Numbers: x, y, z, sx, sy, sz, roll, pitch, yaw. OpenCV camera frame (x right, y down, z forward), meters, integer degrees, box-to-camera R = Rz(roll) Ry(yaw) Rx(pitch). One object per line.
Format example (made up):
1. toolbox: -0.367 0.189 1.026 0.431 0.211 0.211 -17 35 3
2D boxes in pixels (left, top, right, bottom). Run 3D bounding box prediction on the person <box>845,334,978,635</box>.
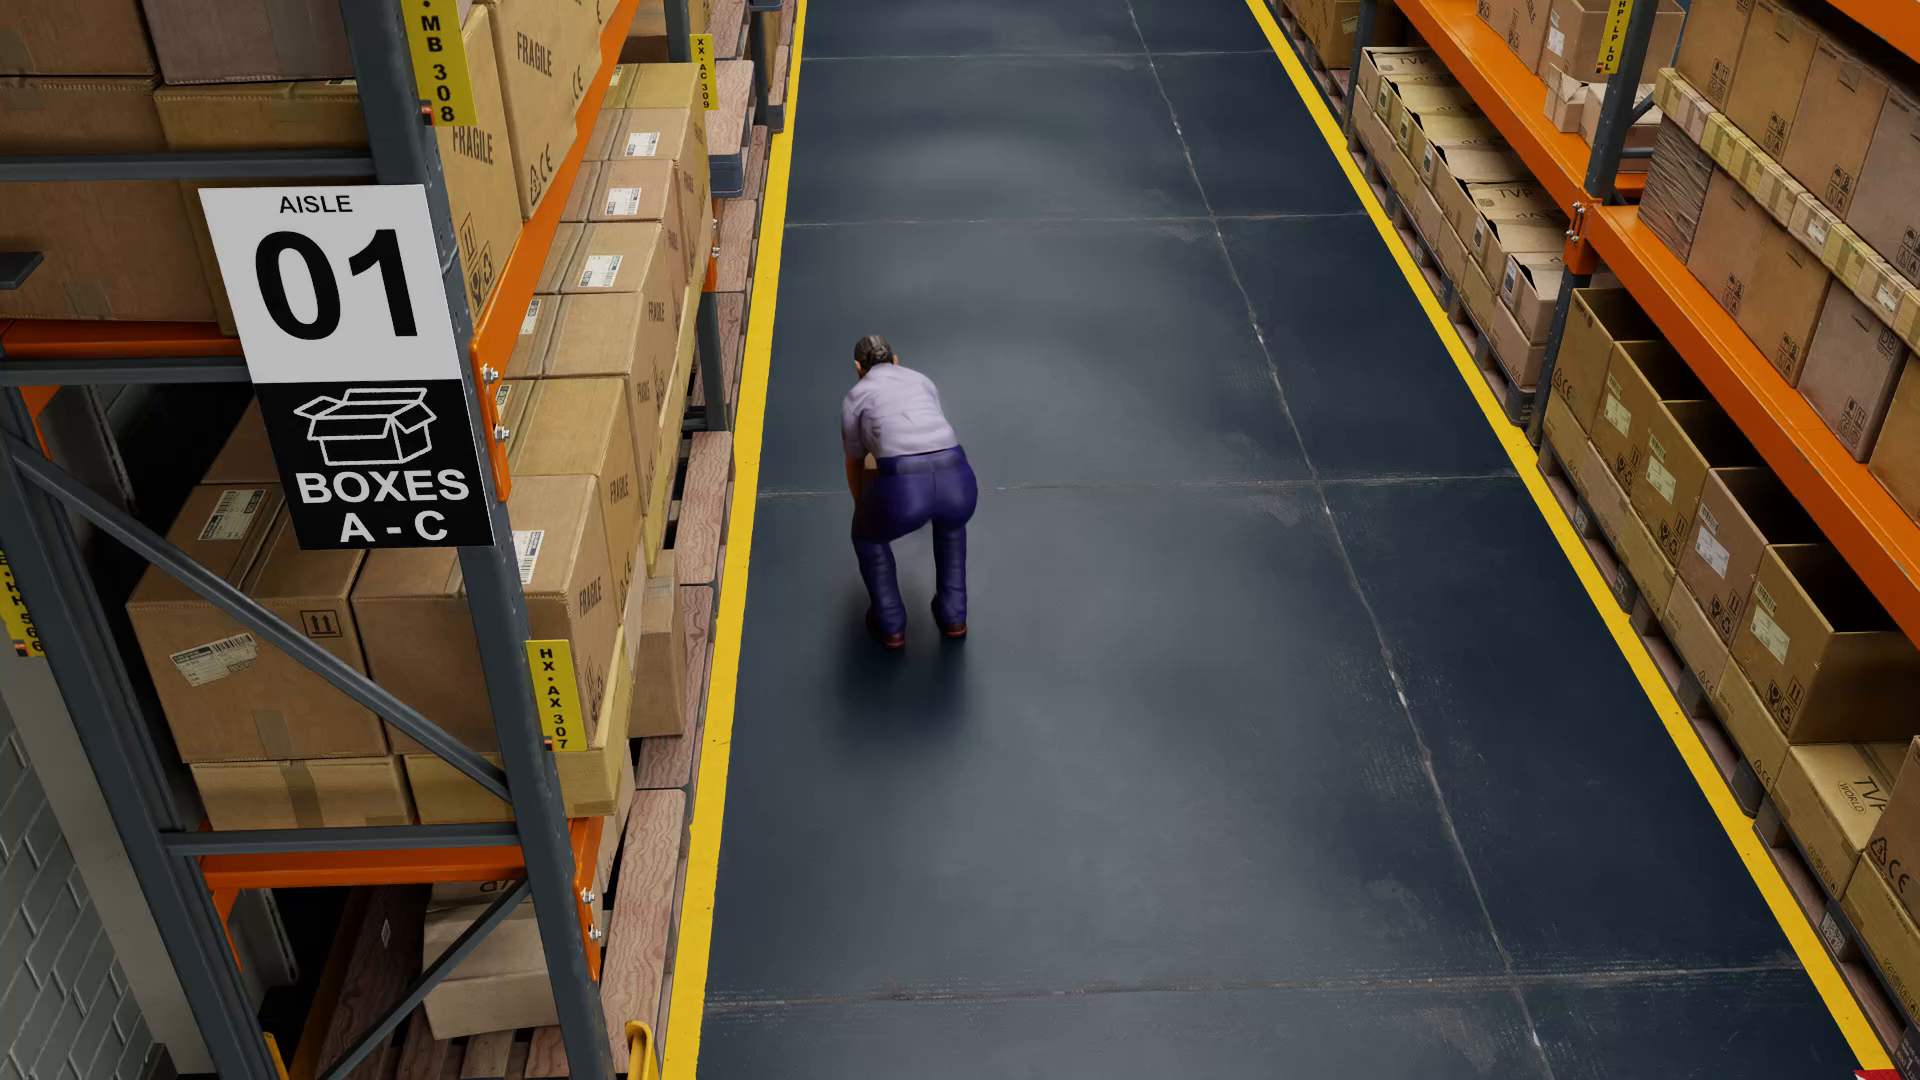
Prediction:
1. person: -0.242 -0.231 6.879 0.495 1.061 0.825 -11 37 -16
